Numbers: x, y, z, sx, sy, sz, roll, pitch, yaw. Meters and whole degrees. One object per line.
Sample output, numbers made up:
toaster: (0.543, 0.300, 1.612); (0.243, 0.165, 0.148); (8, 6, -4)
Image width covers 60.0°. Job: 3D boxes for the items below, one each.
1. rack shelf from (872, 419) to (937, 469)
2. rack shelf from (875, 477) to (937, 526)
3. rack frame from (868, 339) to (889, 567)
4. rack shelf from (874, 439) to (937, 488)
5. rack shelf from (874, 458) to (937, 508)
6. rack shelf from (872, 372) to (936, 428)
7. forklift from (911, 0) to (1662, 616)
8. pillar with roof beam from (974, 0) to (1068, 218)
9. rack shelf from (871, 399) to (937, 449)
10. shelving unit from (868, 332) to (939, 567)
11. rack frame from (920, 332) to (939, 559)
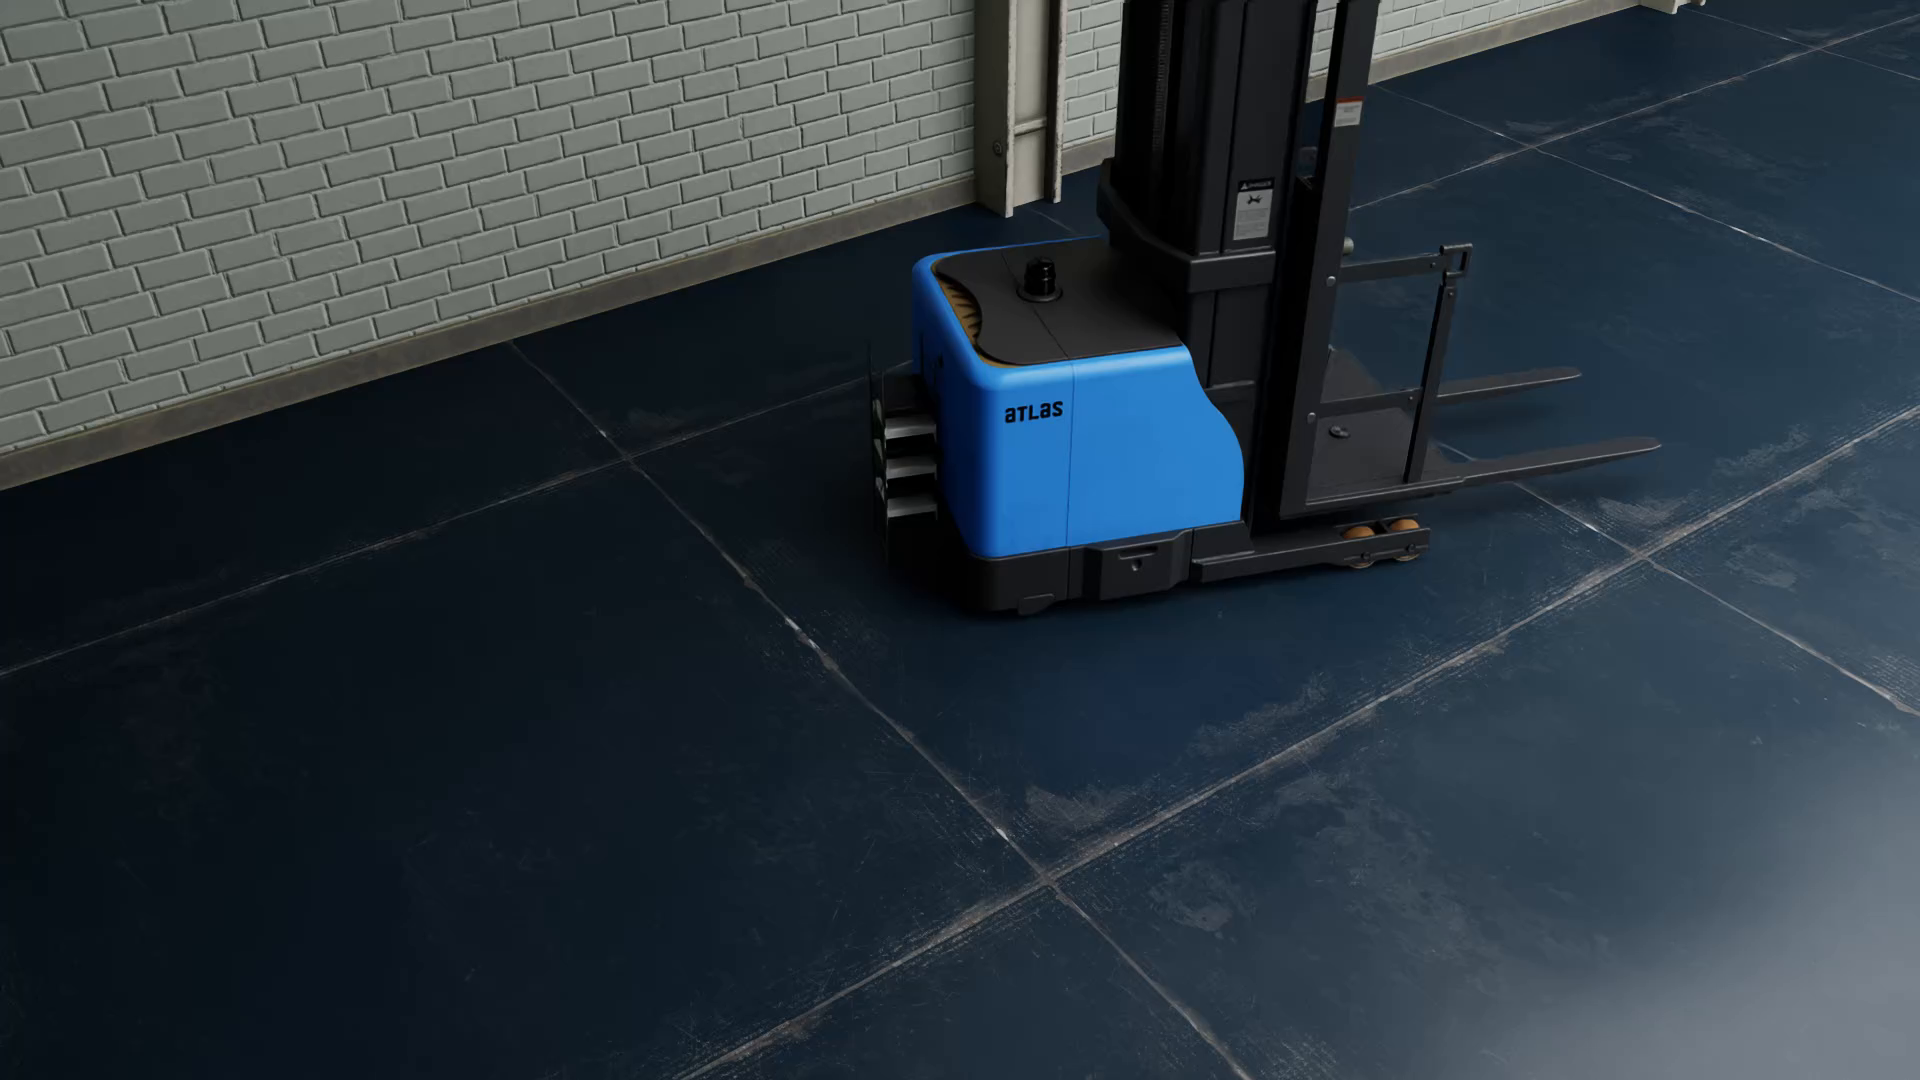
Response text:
rack shelf: (-0.217, -0.387, 6.420); (0.200, 0.077, 0.258); (-9, 37, -12)
rack shelf: (-0.217, -0.167, 6.577); (0.200, 0.077, 0.258); (-9, 37, -12)
rack frame: (-0.315, -0.326, 6.432); (0.006, 0.900, 0.240); (-9, 37, -12)
rack shelf: (-0.217, -0.313, 6.472); (0.200, 0.077, 0.258); (-9, 37, -12)
rack shelf: (-0.217, -0.240, 6.525); (0.200, 0.077, 0.258); (-9, 37, -12)
rack shelf: (-0.217, -0.533, 6.315); (0.200, 0.077, 0.258); (-9, 37, -12)
forklift: (1.373, -1.367, 6.141); (3.031, 2.935, 1.130); (-9, 37, -12)
pillar with roof beam: (2.805, -3.528, 3.948); (0.400, 9.000, 9.100); (-22, 41, -28)
rack shelf: (-0.217, -0.460, 6.367); (0.200, 0.077, 0.258); (-9, 37, -12)
shelving unit: (-0.217, -0.341, 6.453); (0.210, 0.900, 0.258); (-9, 37, -12)
rack frame: (-0.119, -0.355, 6.474); (0.006, 0.900, 0.240); (-9, 37, -12)
